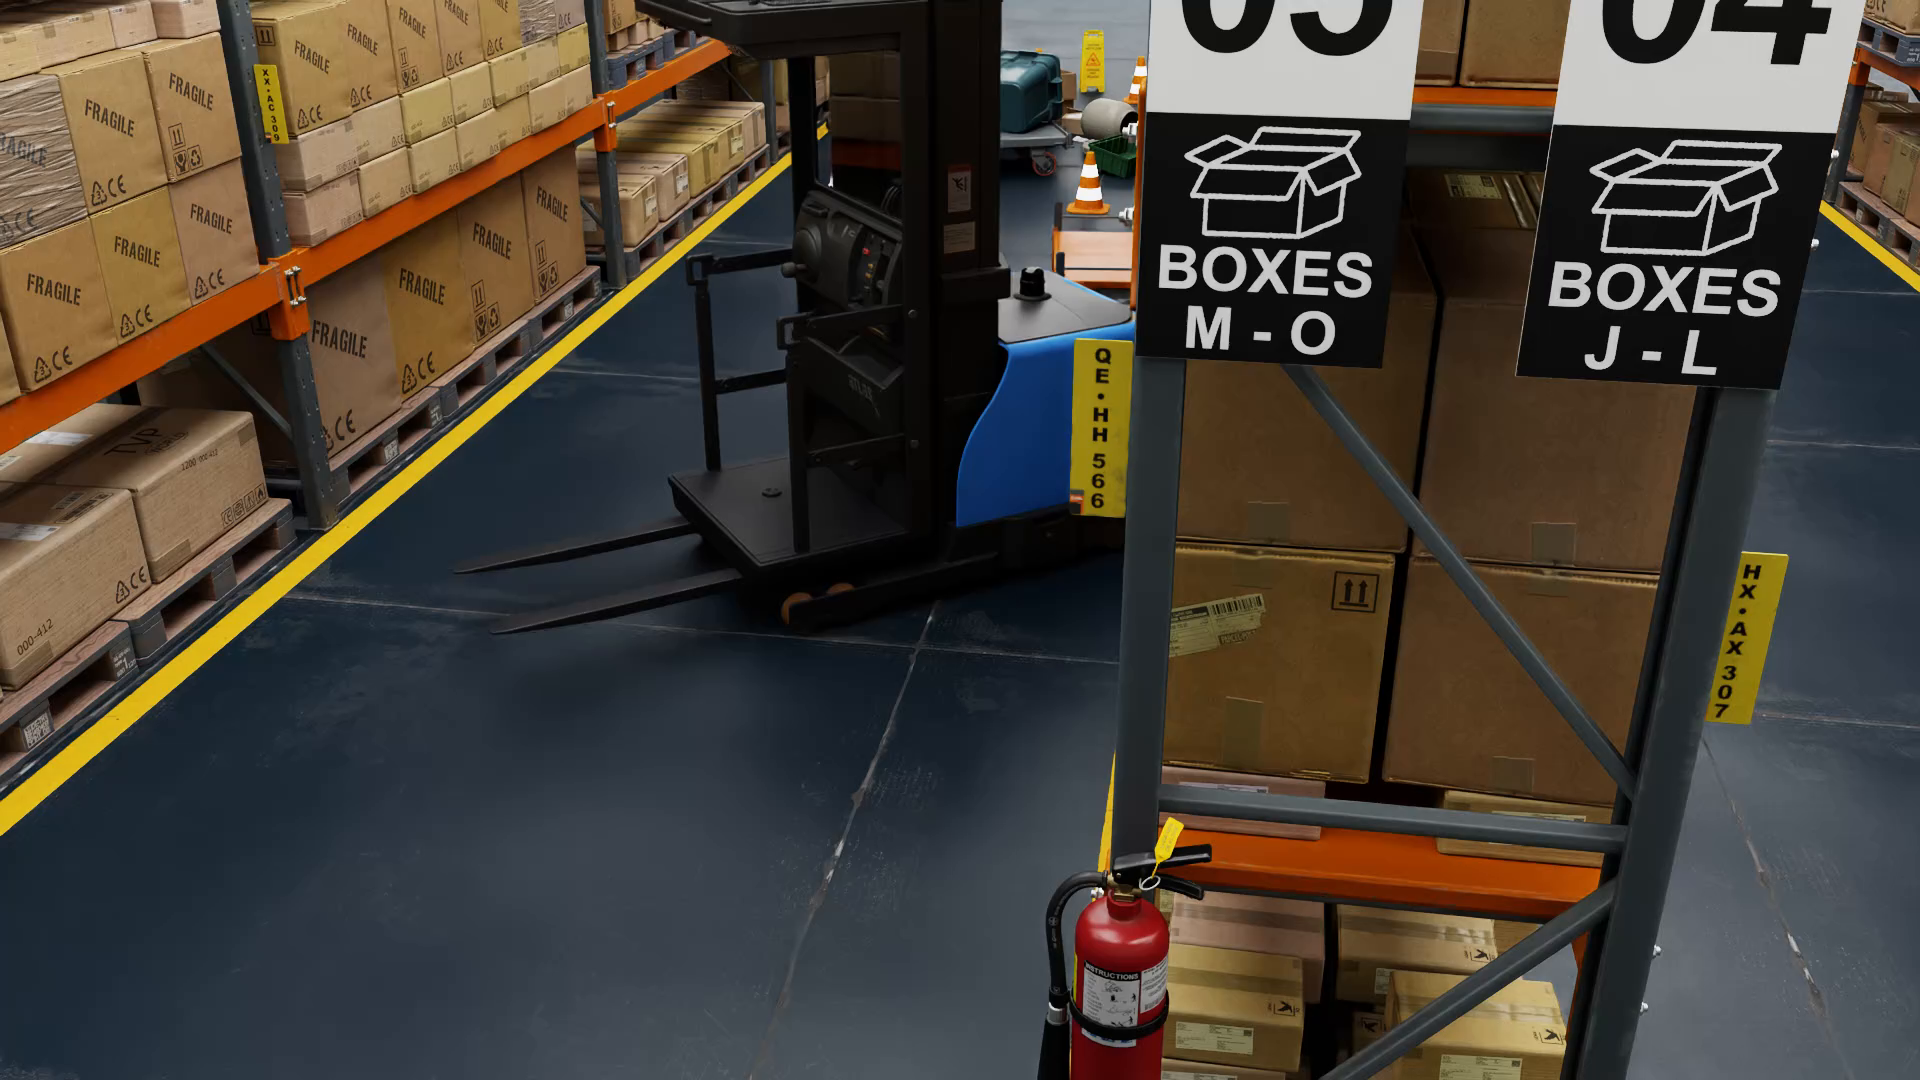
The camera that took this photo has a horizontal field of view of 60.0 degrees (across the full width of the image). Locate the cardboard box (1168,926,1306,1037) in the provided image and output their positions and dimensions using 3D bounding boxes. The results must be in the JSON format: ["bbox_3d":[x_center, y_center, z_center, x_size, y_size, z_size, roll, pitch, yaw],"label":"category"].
[{"bbox_3d":[0.688,1.144,4.284,0.380,0.149,0.250,3,25,7],"label":"cardboard box"}]

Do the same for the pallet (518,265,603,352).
[{"bbox_3d":[-3.008,-1.535,10.781,1.003,0.211,1.213,4,25,9],"label":"pallet"}]

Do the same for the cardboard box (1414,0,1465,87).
[{"bbox_3d":[0.601,-0.975,2.934,0.500,0.250,0.500,3,25,7],"label":"cardboard box"}]

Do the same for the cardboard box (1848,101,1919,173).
[{"bbox_3d":[7.731,-3.332,13.783,0.500,0.500,0.500,3,25,7],"label":"cardboard box"}]

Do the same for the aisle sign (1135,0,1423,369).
[{"bbox_3d":[0.480,-0.644,2.521,0.394,0.787,0.004,4,25,9],"label":"aisle sign"}]

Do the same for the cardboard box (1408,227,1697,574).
[{"bbox_3d":[1.123,-0.278,3.158,0.500,0.500,0.500,4,25,8],"label":"cardboard box"}]

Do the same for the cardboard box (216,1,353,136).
[{"bbox_3d":[-3.103,-2.112,7.427,0.500,0.500,0.500,4,25,9],"label":"cardboard box"}]

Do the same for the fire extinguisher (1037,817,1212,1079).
[{"bbox_3d":[0.291,0.801,3.031,0.296,0.674,0.183,4,25,9],"label":"fire extinguisher"}]

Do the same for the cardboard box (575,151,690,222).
[{"bbox_3d":[-2.590,-2.668,12.515,0.950,0.372,0.625,4,25,8],"label":"cardboard box"}]

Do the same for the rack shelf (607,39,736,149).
[{"bbox_3d":[-2.478,-3.633,12.823,1.077,0.370,4.000,4,25,9],"label":"rack shelf"}]

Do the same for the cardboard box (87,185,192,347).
[{"bbox_3d":[-3.361,-1.068,6.375,0.500,0.500,0.500,3,25,7],"label":"cardboard box"}]

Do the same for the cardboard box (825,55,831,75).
[{"bbox_3d":[-1.542,-4.971,16.695,0.500,0.500,0.500,3,25,7],"label":"cardboard box"}]

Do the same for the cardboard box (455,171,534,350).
[{"bbox_3d":[-3.149,-1.695,9.843,0.875,0.875,0.875,4,25,9],"label":"cardboard box"}]

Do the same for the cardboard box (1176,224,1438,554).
[{"bbox_3d":[0.617,-0.318,3.242,0.500,0.500,0.500,4,25,7],"label":"cardboard box"}]

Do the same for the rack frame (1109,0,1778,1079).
[{"bbox_3d":[0.791,0.524,3.092,0.949,2.616,0.053,4,25,9],"label":"rack frame"}]

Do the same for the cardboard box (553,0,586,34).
[{"bbox_3d":[-2.631,-3.387,10.149,0.500,0.500,0.500,3,25,7],"label":"cardboard box"}]

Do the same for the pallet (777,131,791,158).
[{"bbox_3d":[-2.076,-3.816,15.654,1.003,0.211,1.213,4,25,9],"label":"pallet"}]

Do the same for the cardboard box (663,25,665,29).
[{"bbox_3d":[-2.371,-3.769,12.065,0.380,0.149,0.250,6,26,12],"label":"cardboard box"}]

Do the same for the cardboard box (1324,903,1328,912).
[{"bbox_3d":[1.283,0.996,4.952,0.380,0.149,0.250,4,25,9],"label":"cardboard box"}]

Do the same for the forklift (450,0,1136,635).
[{"bbox_3d":[-0.653,-1.195,6.845,3.031,2.935,1.130,-13,28,-26],"label":"forklift"}]

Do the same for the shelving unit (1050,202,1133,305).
[{"bbox_3d":[0.740,-1.097,8.768,0.538,1.125,1.048,1,25,2],"label":"shelving unit"}]

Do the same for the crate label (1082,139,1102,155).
[{"bbox_3d":[1.278,-3.589,15.256,0.298,0.136,0.250,-14,29,-27],"label":"crate label"}]

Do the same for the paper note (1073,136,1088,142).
[{"bbox_3d":[1.166,-3.842,15.930,0.172,0.023,0.155,13,28,26],"label":"paper note"}]

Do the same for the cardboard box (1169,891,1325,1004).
[{"bbox_3d":[0.722,1.015,4.208,0.380,0.149,0.250,5,25,10],"label":"cardboard box"}]

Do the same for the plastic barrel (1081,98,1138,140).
[{"bbox_3d":[1.421,-3.909,15.602,0.421,0.421,0.512,-20,32,-36],"label":"plastic barrel"}]

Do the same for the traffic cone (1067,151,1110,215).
[{"bbox_3d":[1.040,-2.890,13.378,0.336,0.463,0.334,4,25,9],"label":"traffic cone"}]

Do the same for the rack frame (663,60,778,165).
[{"bbox_3d":[-2.151,-4.796,14.457,1.000,3.000,0.127,4,25,9],"label":"rack frame"}]

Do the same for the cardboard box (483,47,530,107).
[{"bbox_3d":[-2.777,-2.631,9.419,0.500,0.250,0.500,3,25,7],"label":"cardboard box"}]

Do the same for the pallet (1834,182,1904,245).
[{"bbox_3d":[7.500,-2.520,12.886,1.003,0.211,1.213,4,25,9],"label":"pallet"}]

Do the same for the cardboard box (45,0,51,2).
[{"bbox_3d":[-3.766,-2.128,6.695,0.380,0.149,0.250,4,25,8],"label":"cardboard box"}]

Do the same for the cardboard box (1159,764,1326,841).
[{"bbox_3d":[0.562,0.482,3.479,0.380,0.149,0.250,4,25,9],"label":"cardboard box"}]

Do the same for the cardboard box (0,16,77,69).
[{"bbox_3d":[-3.419,-1.777,5.946,0.380,0.149,0.250,4,25,8],"label":"cardboard box"}]

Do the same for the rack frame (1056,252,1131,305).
[{"bbox_3d":[0.717,-0.882,8.308,0.500,1.125,0.032,1,25,2],"label":"rack frame"}]

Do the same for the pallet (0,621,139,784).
[{"bbox_3d":[-3.857,0.637,6.139,1.003,0.211,1.213,4,25,9],"label":"pallet"}]

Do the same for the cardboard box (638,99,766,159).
[{"bbox_3d":[-2.234,-3.576,14.456,0.950,0.372,0.625,4,25,9],"label":"cardboard box"}]

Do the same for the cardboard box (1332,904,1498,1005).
[{"bbox_3d":[1.135,1.036,4.164,0.380,0.149,0.250,4,25,9],"label":"cardboard box"}]

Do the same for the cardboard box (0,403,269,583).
[{"bbox_3d":[-3.667,-0.224,7.218,0.875,0.438,0.875,4,25,8],"label":"cardboard box"}]

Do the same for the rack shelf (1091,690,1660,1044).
[{"bbox_3d":[1.115,0.013,5.032,1.077,0.370,4.000,4,25,9],"label":"rack shelf"}]

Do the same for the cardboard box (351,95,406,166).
[{"bbox_3d":[-3.051,-1.993,8.056,0.500,0.250,0.500,4,25,9],"label":"cardboard box"}]

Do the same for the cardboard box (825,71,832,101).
[{"bbox_3d":[-1.536,-4.621,16.833,0.500,0.250,0.500,3,25,7],"label":"cardboard box"}]

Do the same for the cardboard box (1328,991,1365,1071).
[{"bbox_3d":[1.151,1.313,4.275,0.380,0.149,0.250,4,25,8],"label":"cardboard box"}]

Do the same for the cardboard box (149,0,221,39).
[{"bbox_3d":[-3.195,-2.091,6.616,0.380,0.149,0.250,4,25,7],"label":"cardboard box"}]

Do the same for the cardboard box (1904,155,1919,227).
[{"bbox_3d":[7.317,-2.489,11.958,0.700,0.500,0.500,2,25,4],"label":"cardboard box"}]

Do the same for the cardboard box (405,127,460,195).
[{"bbox_3d":[-2.944,-1.977,8.613,0.500,0.250,0.500,4,25,8],"label":"cardboard box"}]

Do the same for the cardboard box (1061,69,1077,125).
[{"bbox_3d":[0.713,-4.428,16.616,0.797,0.503,0.637,-14,29,-27],"label":"cardboard box"}]

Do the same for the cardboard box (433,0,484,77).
[{"bbox_3d":[-2.884,-2.753,8.796,0.500,0.500,0.500,4,25,8],"label":"cardboard box"}]

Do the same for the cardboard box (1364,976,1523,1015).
[{"bbox_3d":[1.227,1.178,4.211,0.380,0.149,0.250,4,25,8],"label":"cardboard box"}]

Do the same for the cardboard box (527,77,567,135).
[{"bbox_3d":[-2.699,-2.611,9.966,0.500,0.250,0.500,4,25,9],"label":"cardboard box"}]

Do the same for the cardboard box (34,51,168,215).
[{"bbox_3d":[-3.354,-1.520,6.161,0.500,0.500,0.500,4,25,8],"label":"cardboard box"}]

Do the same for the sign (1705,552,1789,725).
[{"bbox_3d":[1.323,0.169,2.829,0.100,0.325,0.005,4,25,9],"label":"sign"}]

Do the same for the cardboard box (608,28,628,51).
[{"bbox_3d":[-2.489,-3.438,11.358,0.380,0.149,0.250,2,25,5],"label":"cardboard box"}]

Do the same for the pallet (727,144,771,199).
[{"bbox_3d":[-2.277,-3.207,14.353,1.003,0.211,1.213,4,25,9],"label":"pallet"}]
